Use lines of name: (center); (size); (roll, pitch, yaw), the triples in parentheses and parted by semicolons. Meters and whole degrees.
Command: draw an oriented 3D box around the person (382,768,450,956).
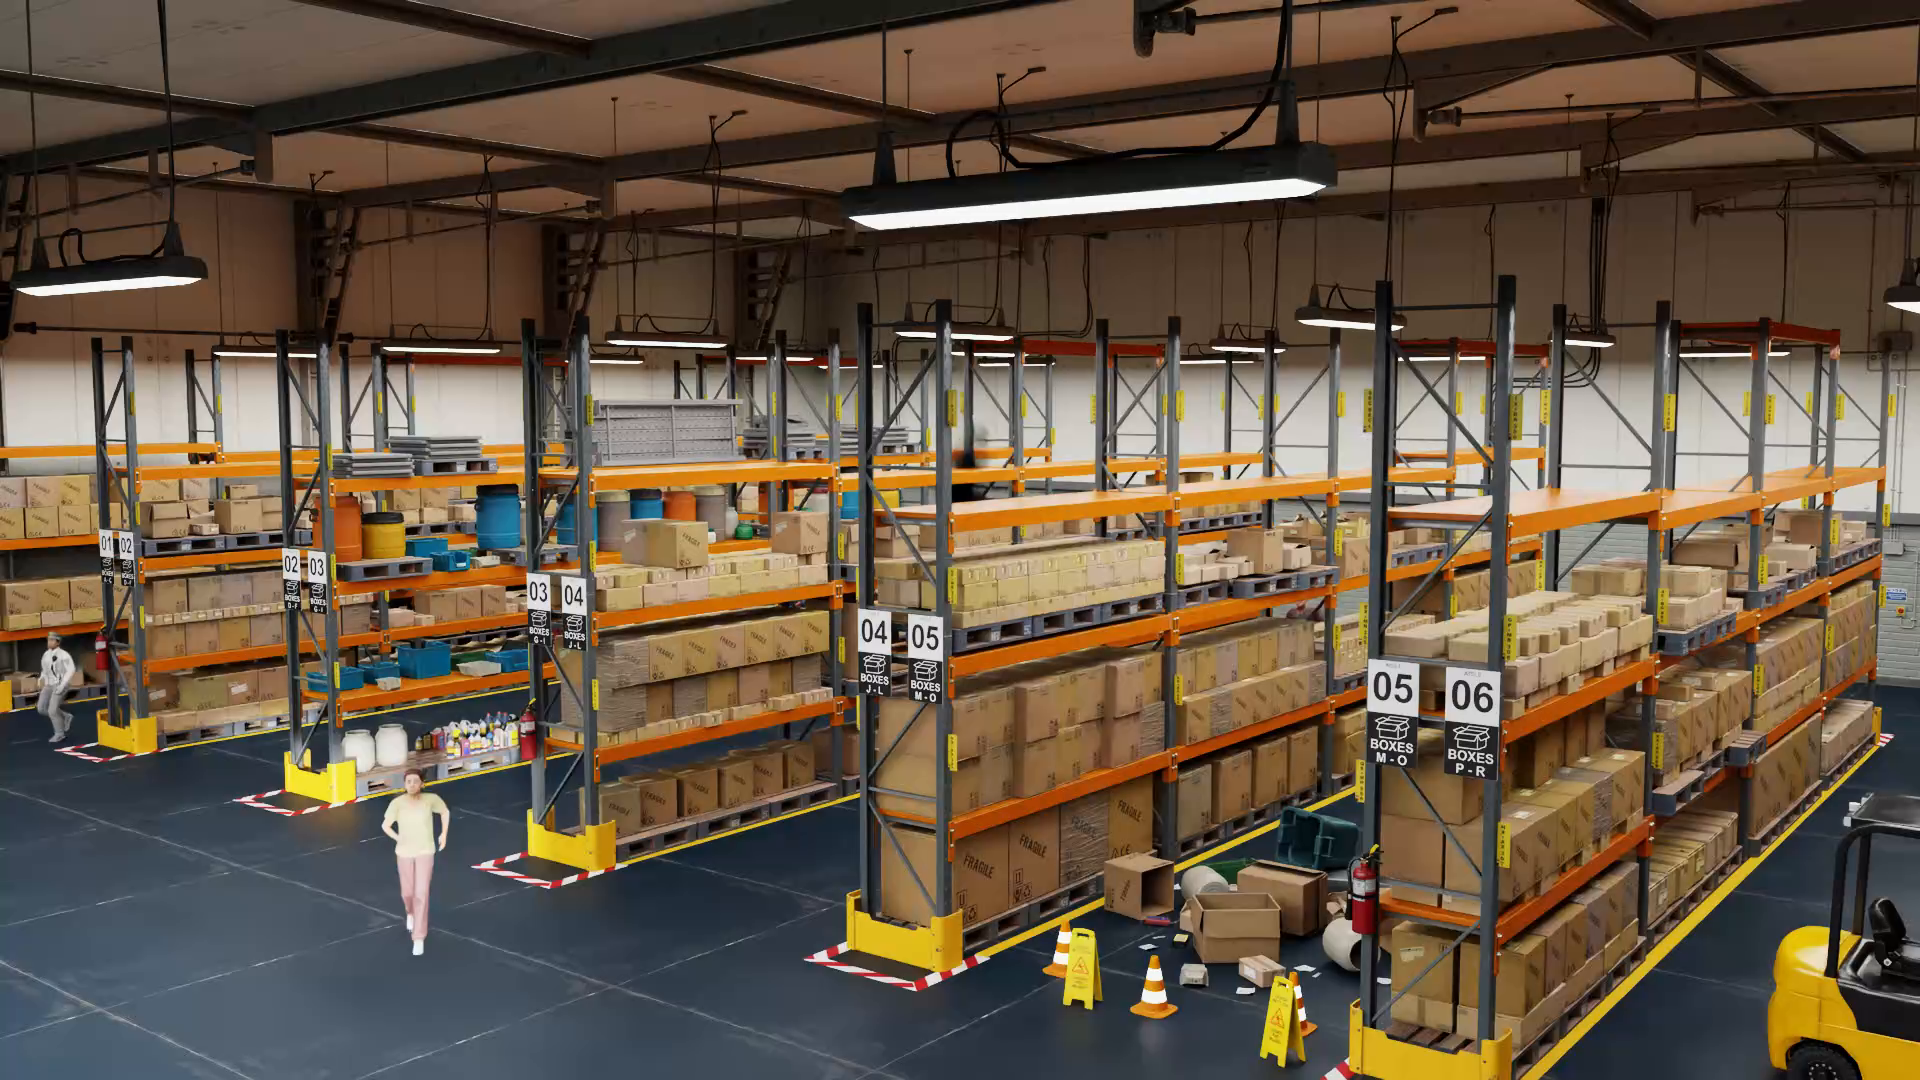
person: (-5.122, 2.970, 15.675); (0.598, 1.686, 0.846); (-1, 5, -13)

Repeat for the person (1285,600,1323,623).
person: (5.984, 1.793, 28.988); (0.739, 1.718, 0.694); (3, 6, 27)

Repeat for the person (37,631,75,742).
person: (-13.547, 2.184, 24.918); (0.652, 1.666, 0.502); (3, 6, 27)
